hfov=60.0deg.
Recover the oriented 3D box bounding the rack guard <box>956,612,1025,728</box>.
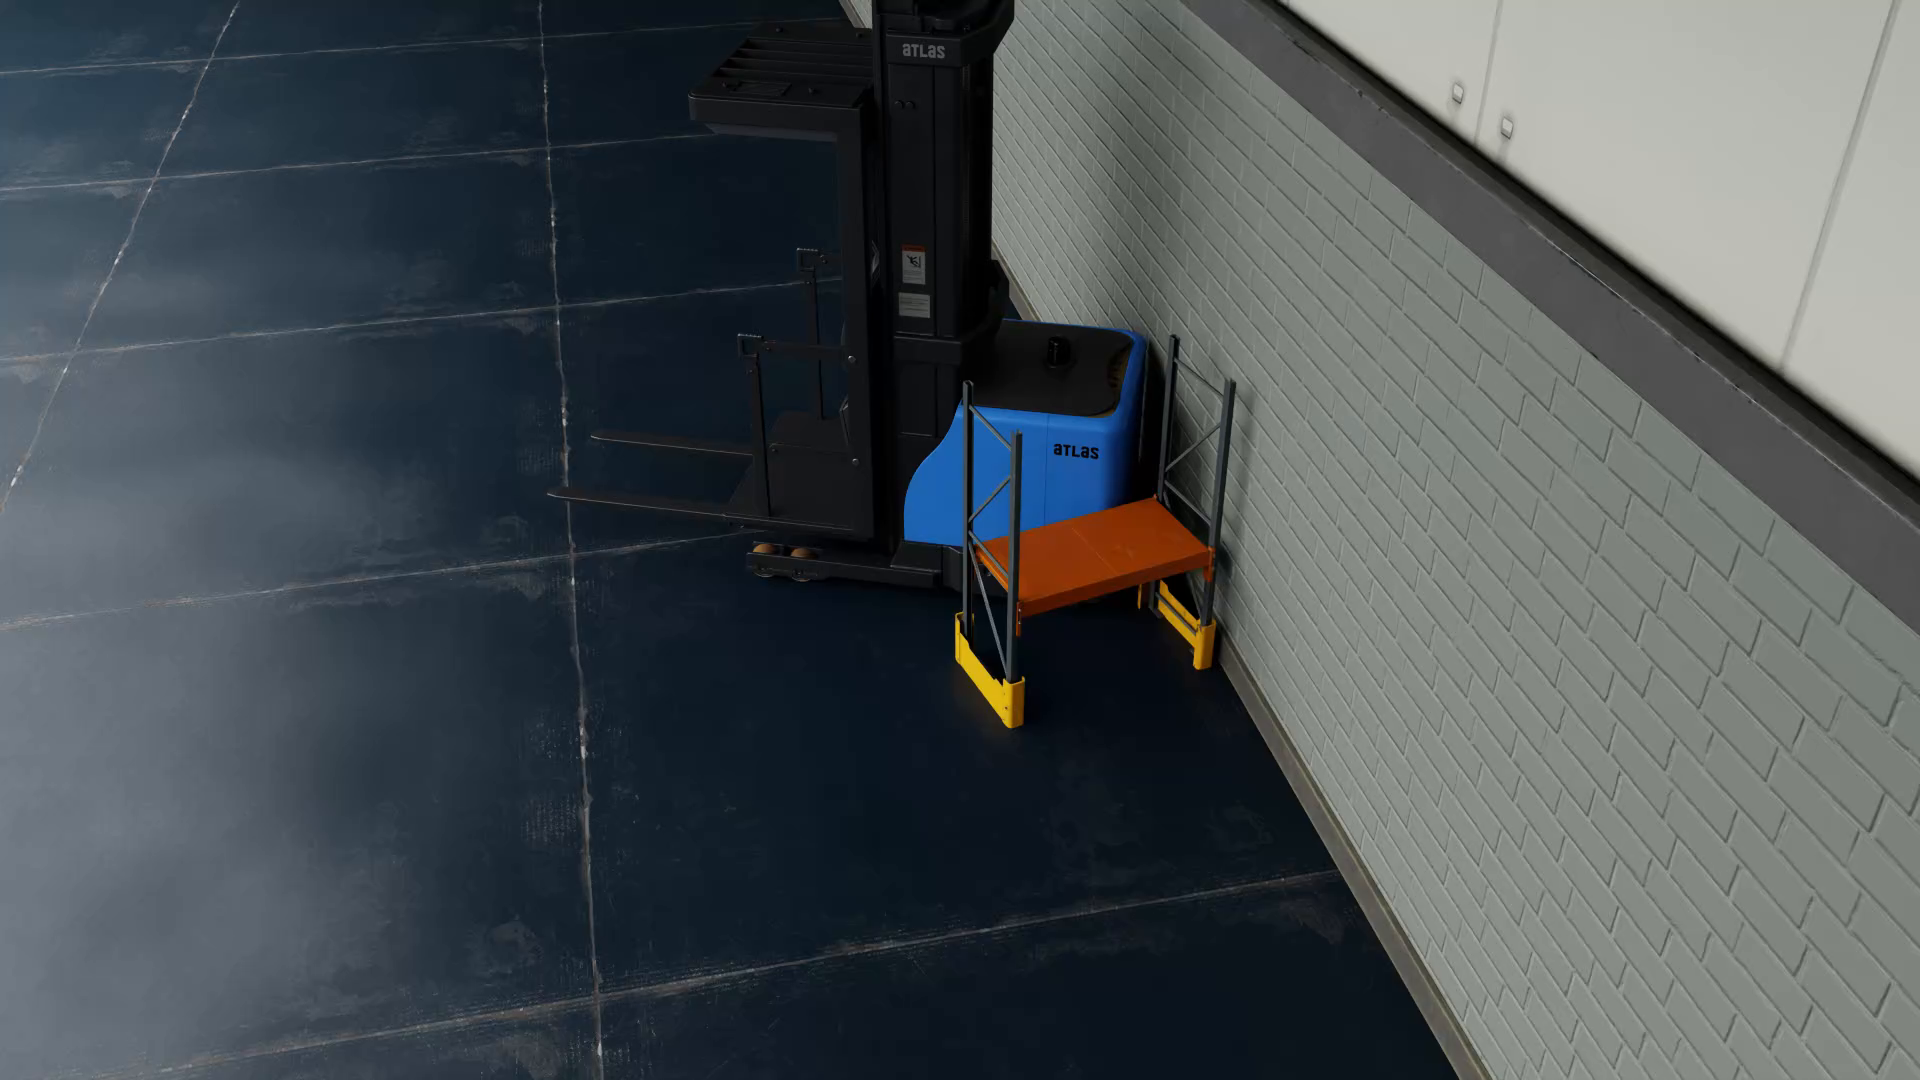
[{"bbox_3d":[0.134,0.590,7.646,0.087,0.250,0.587,-15,37,-21],"label":"rack guard"}]

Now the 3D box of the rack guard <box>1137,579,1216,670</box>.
[{"bbox_3d":[1.036,0.355,7.997,0.087,0.250,0.587,-15,37,-21],"label":"rack guard"}]

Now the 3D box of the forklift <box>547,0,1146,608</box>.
[{"bbox_3d":[-0.616,-1.287,8.037,3.031,2.935,1.130,6,34,9],"label":"forklift"}]

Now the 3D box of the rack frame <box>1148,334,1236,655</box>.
[{"bbox_3d":[1.053,-0.169,7.655,0.032,1.500,0.500,-15,37,-21],"label":"rack frame"}]

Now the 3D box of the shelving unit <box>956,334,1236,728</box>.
[{"bbox_3d":[0.585,-0.046,7.473,1.083,1.500,0.587,-15,37,-21],"label":"shelving unit"}]

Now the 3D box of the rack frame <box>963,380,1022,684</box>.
[{"bbox_3d":[0.133,0.071,7.297,0.032,1.500,0.500,-15,37,-21],"label":"rack frame"}]

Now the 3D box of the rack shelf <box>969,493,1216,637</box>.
[{"bbox_3d":[0.593,0.101,7.577,1.000,0.185,0.538,-15,37,-21],"label":"rack shelf"}]
